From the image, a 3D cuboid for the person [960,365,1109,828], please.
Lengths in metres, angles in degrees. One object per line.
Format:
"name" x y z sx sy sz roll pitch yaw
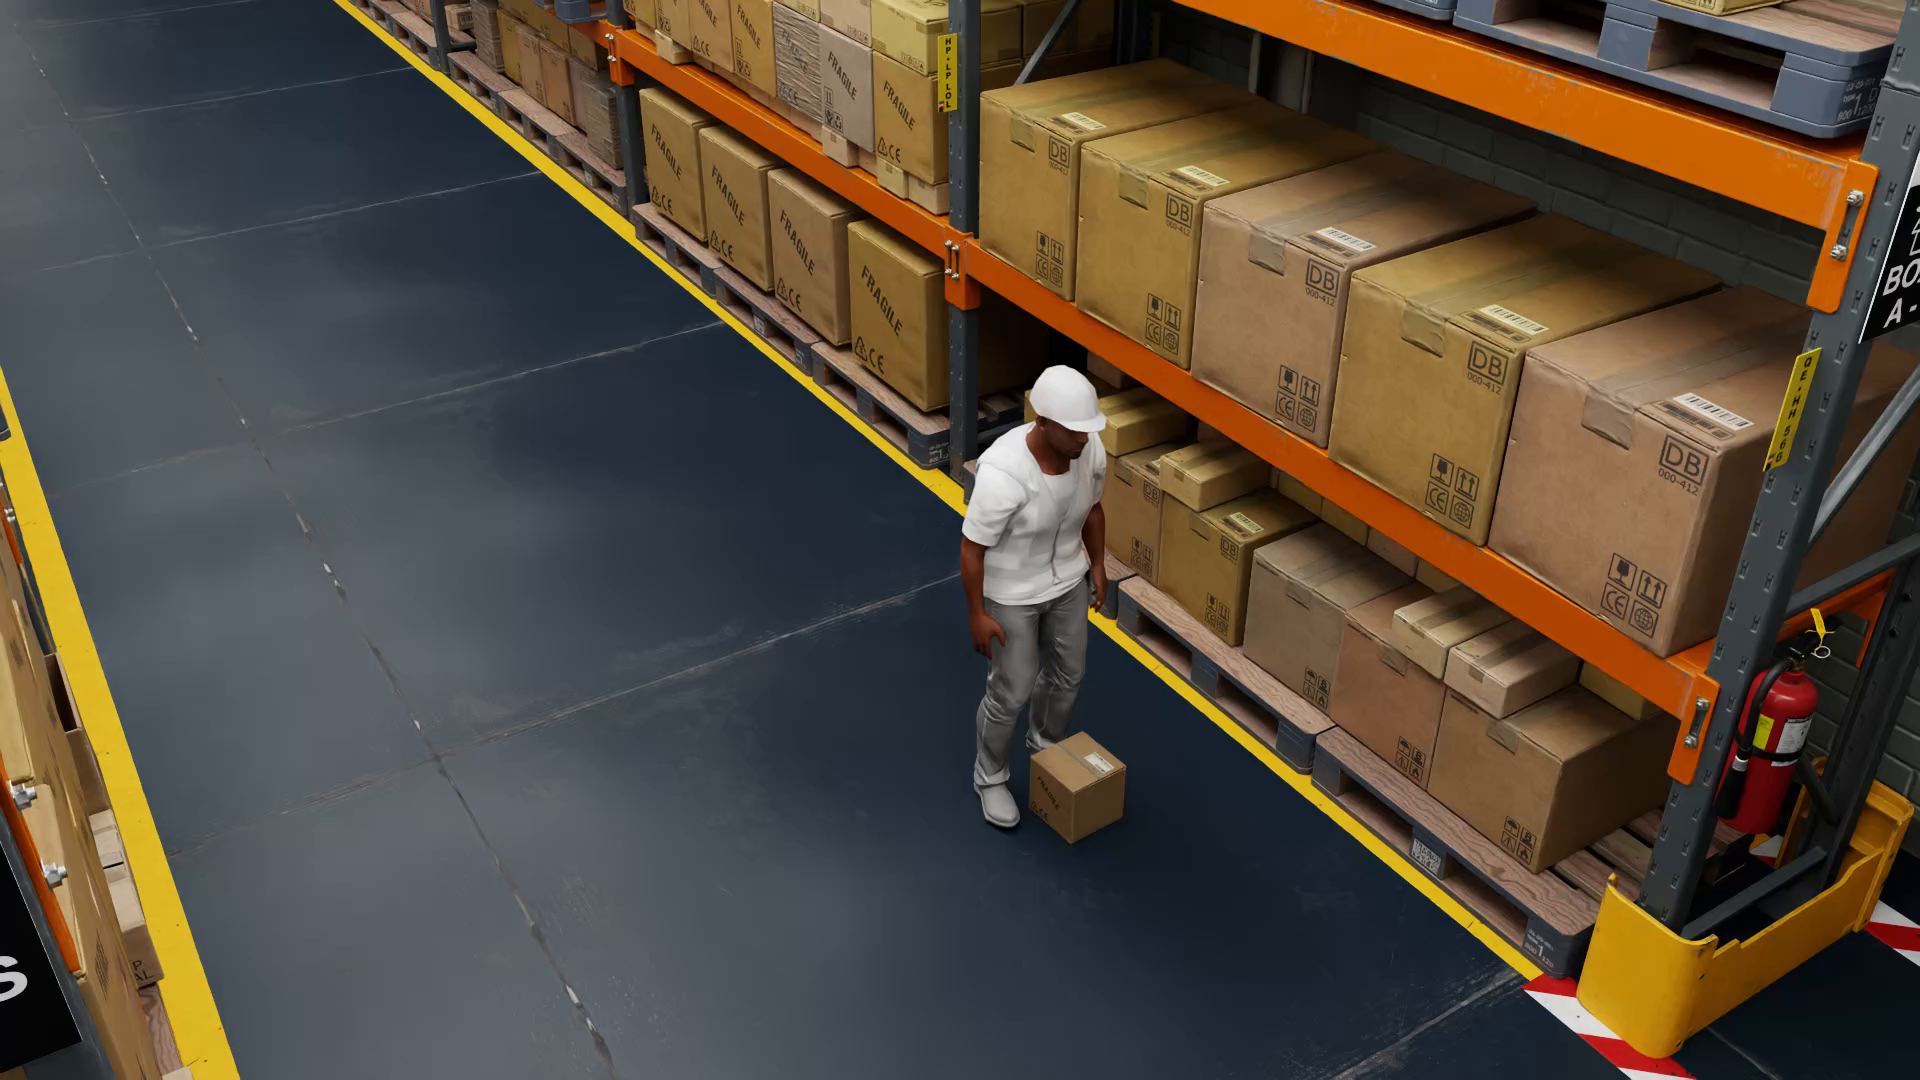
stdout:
"person" 0.283 0.176 5.845 0.623 1.759 0.462 -22 38 -30
